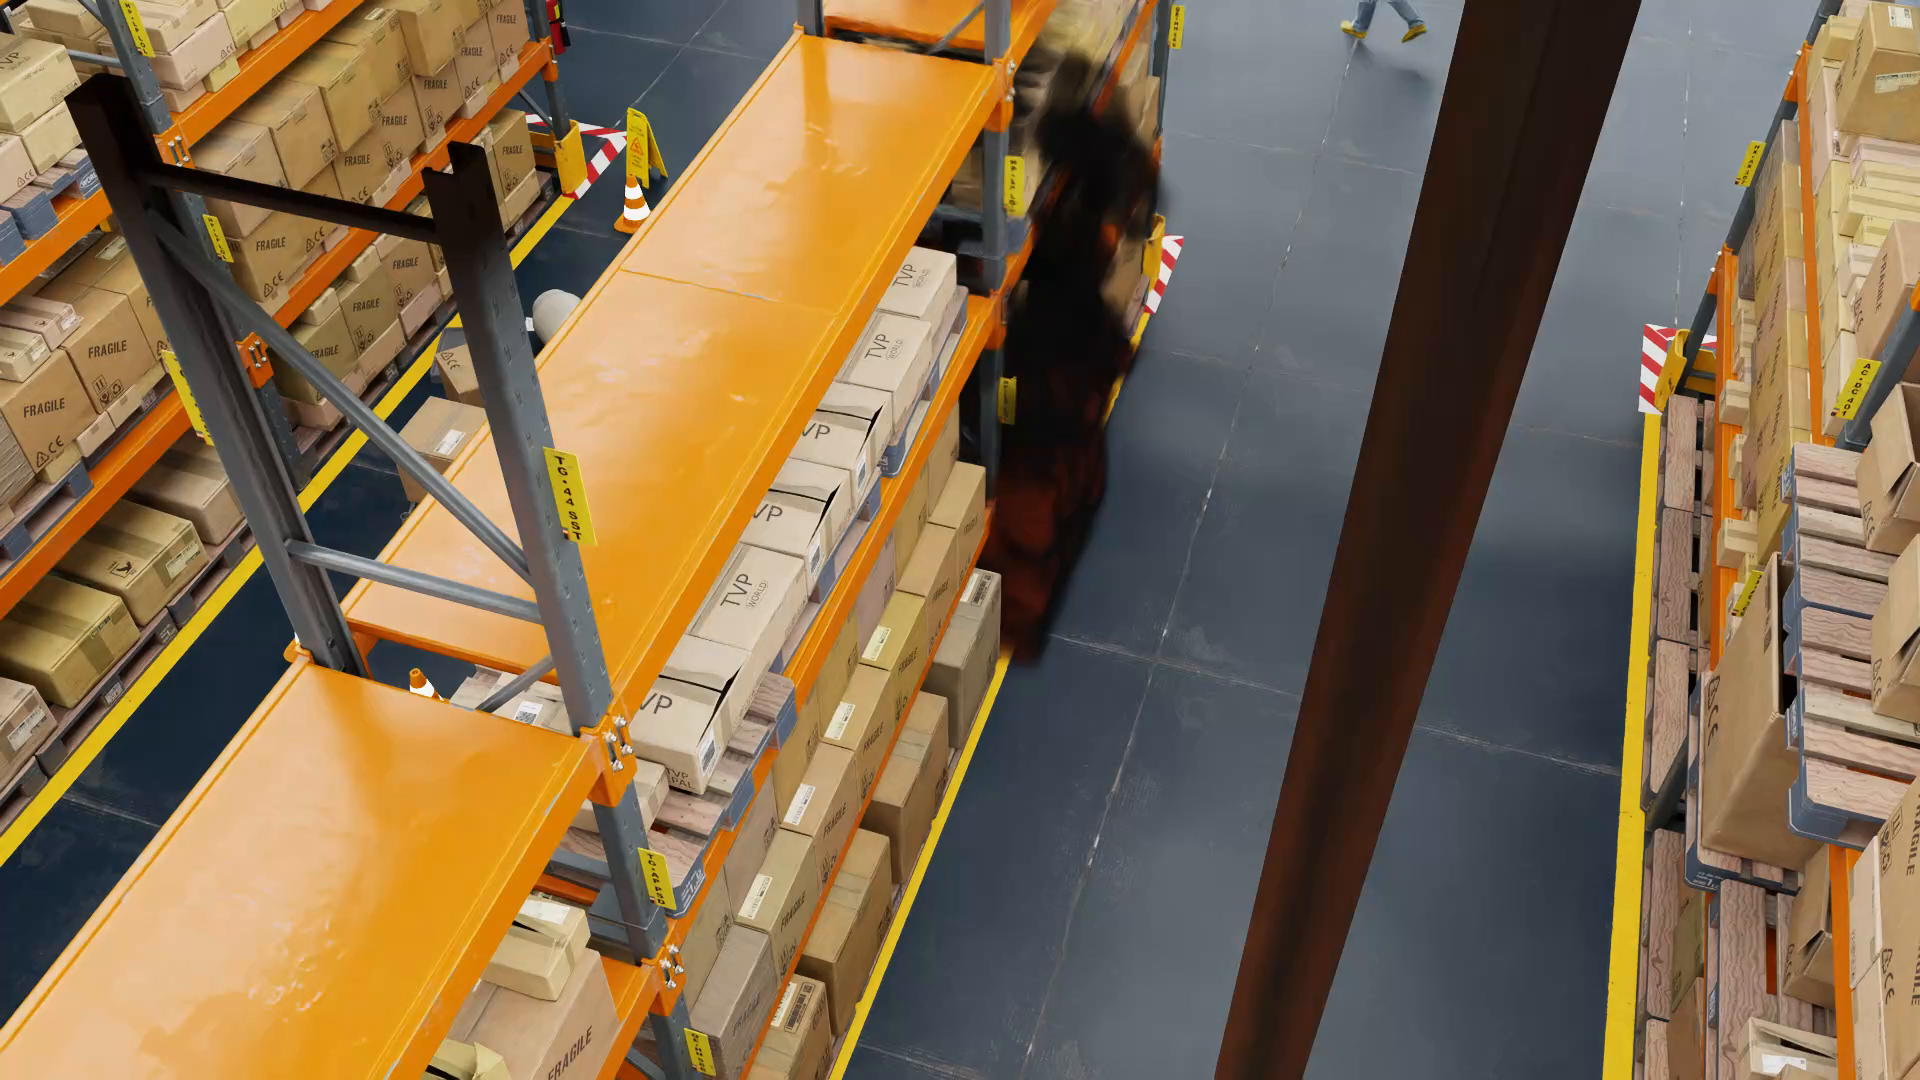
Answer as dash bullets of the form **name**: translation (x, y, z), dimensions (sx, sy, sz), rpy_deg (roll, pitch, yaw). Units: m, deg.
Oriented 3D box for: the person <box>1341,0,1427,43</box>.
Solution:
- **person**: translation (3.930, -5.276, 15.055), dimensions (0.699, 1.752, 0.923), rpy_deg (-28, 52, -24)
